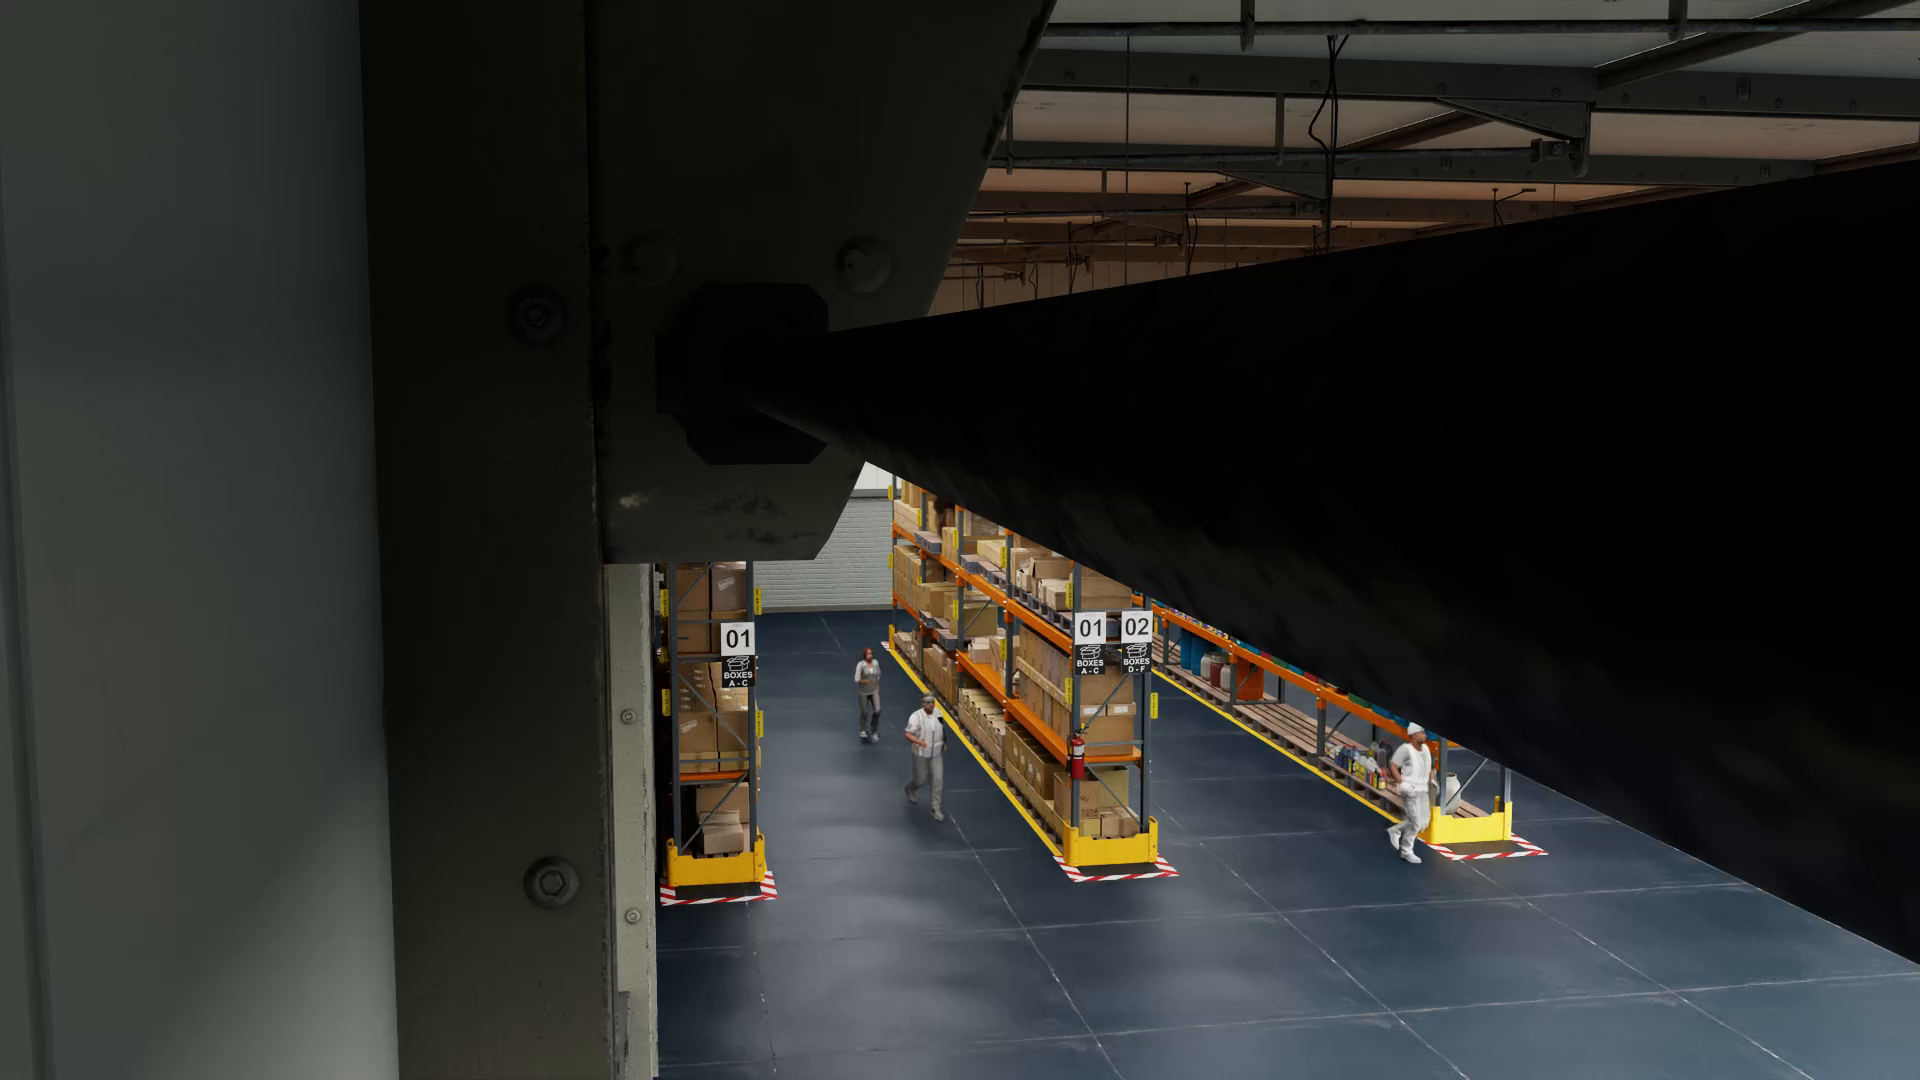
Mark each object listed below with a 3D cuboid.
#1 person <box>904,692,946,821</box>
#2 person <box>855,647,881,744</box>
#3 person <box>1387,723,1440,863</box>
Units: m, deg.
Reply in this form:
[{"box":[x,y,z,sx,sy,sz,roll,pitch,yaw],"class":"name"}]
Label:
[{"box":[-0.479,2.951,23.189,0.647,1.768,0.943,-3,7,-25],"class":"person"},{"box":[-1.510,2.570,27.570,0.490,1.625,0.706,-2,7,-18],"class":"person"},{"box":[5.752,3.187,21.205,0.744,1.735,0.563,-5,8,-39],"class":"person"}]
